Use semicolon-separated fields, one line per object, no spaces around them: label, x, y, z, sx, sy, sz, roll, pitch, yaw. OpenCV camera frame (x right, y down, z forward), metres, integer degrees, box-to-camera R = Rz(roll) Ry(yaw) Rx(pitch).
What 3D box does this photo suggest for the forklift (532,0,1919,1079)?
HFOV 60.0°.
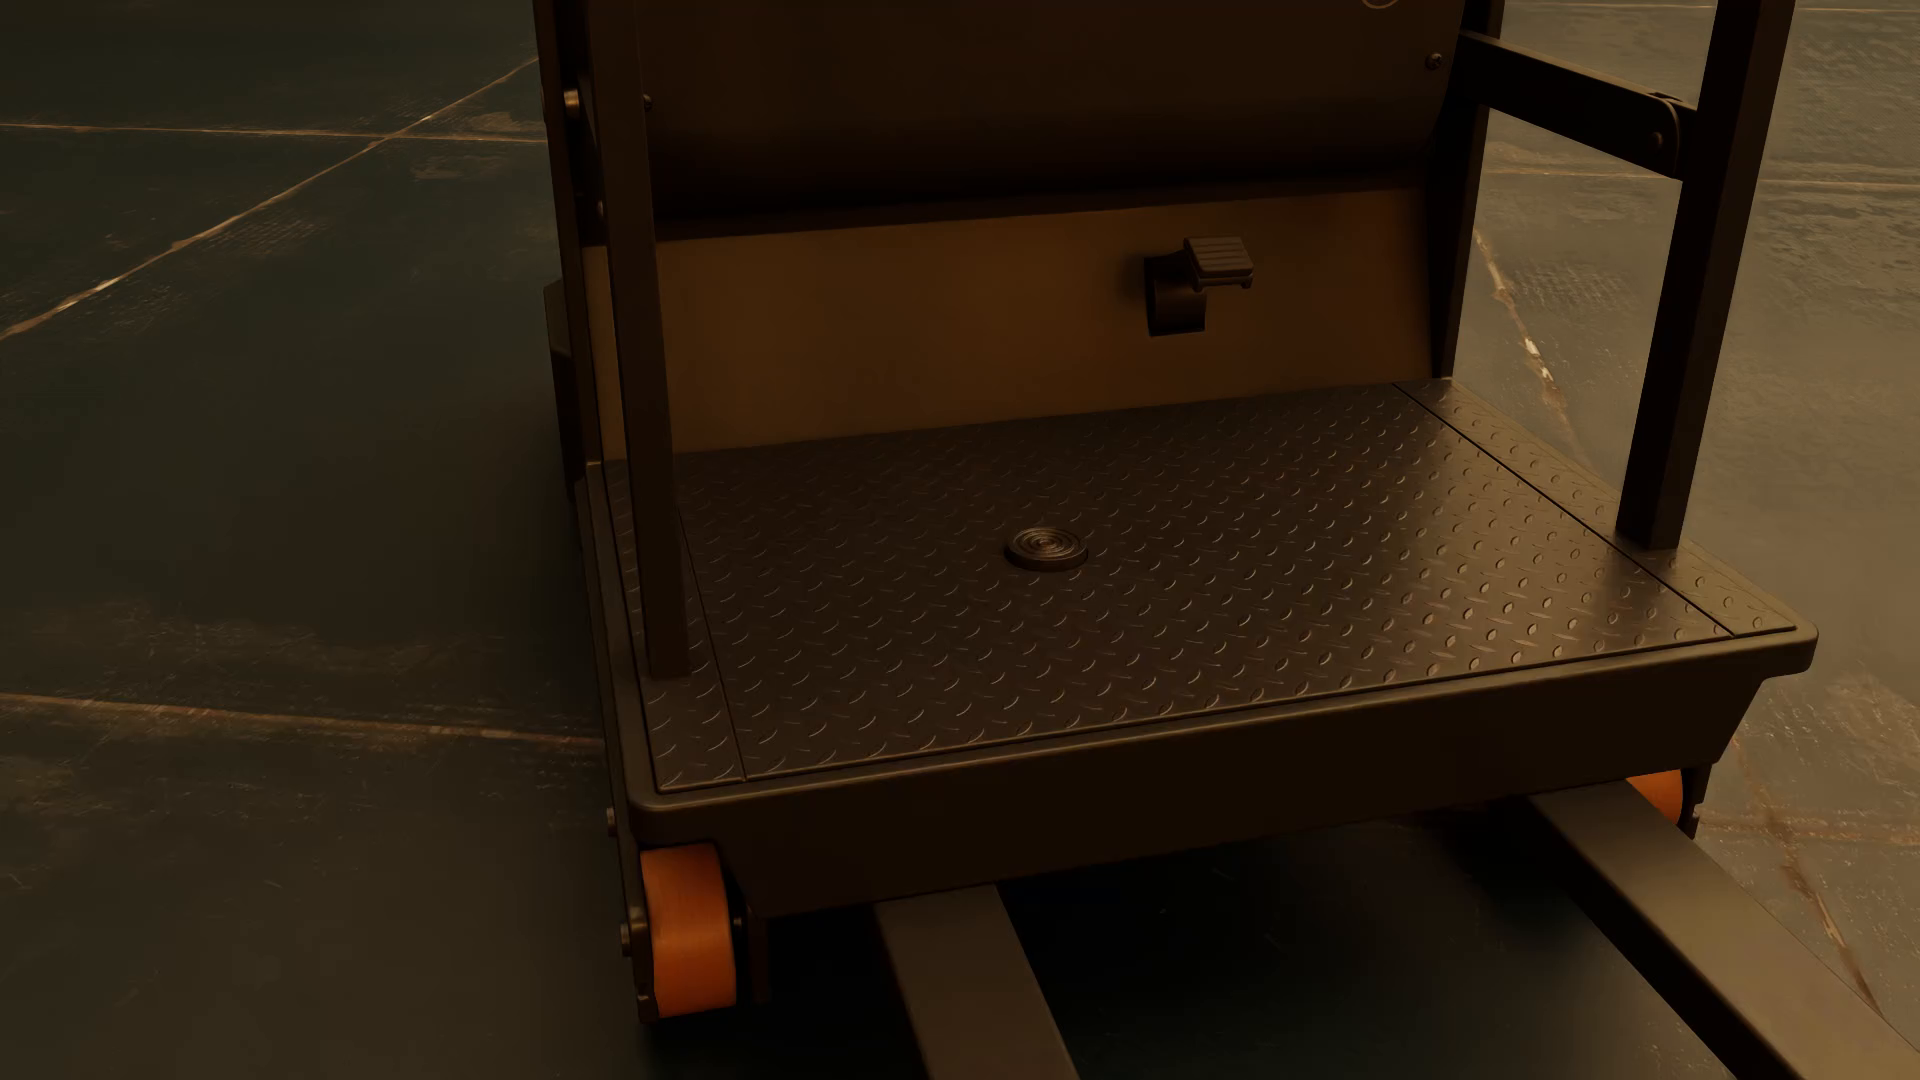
forklift;0.153;-1.049;1.319;1.130;2.935;3.031;-7;27;-13
